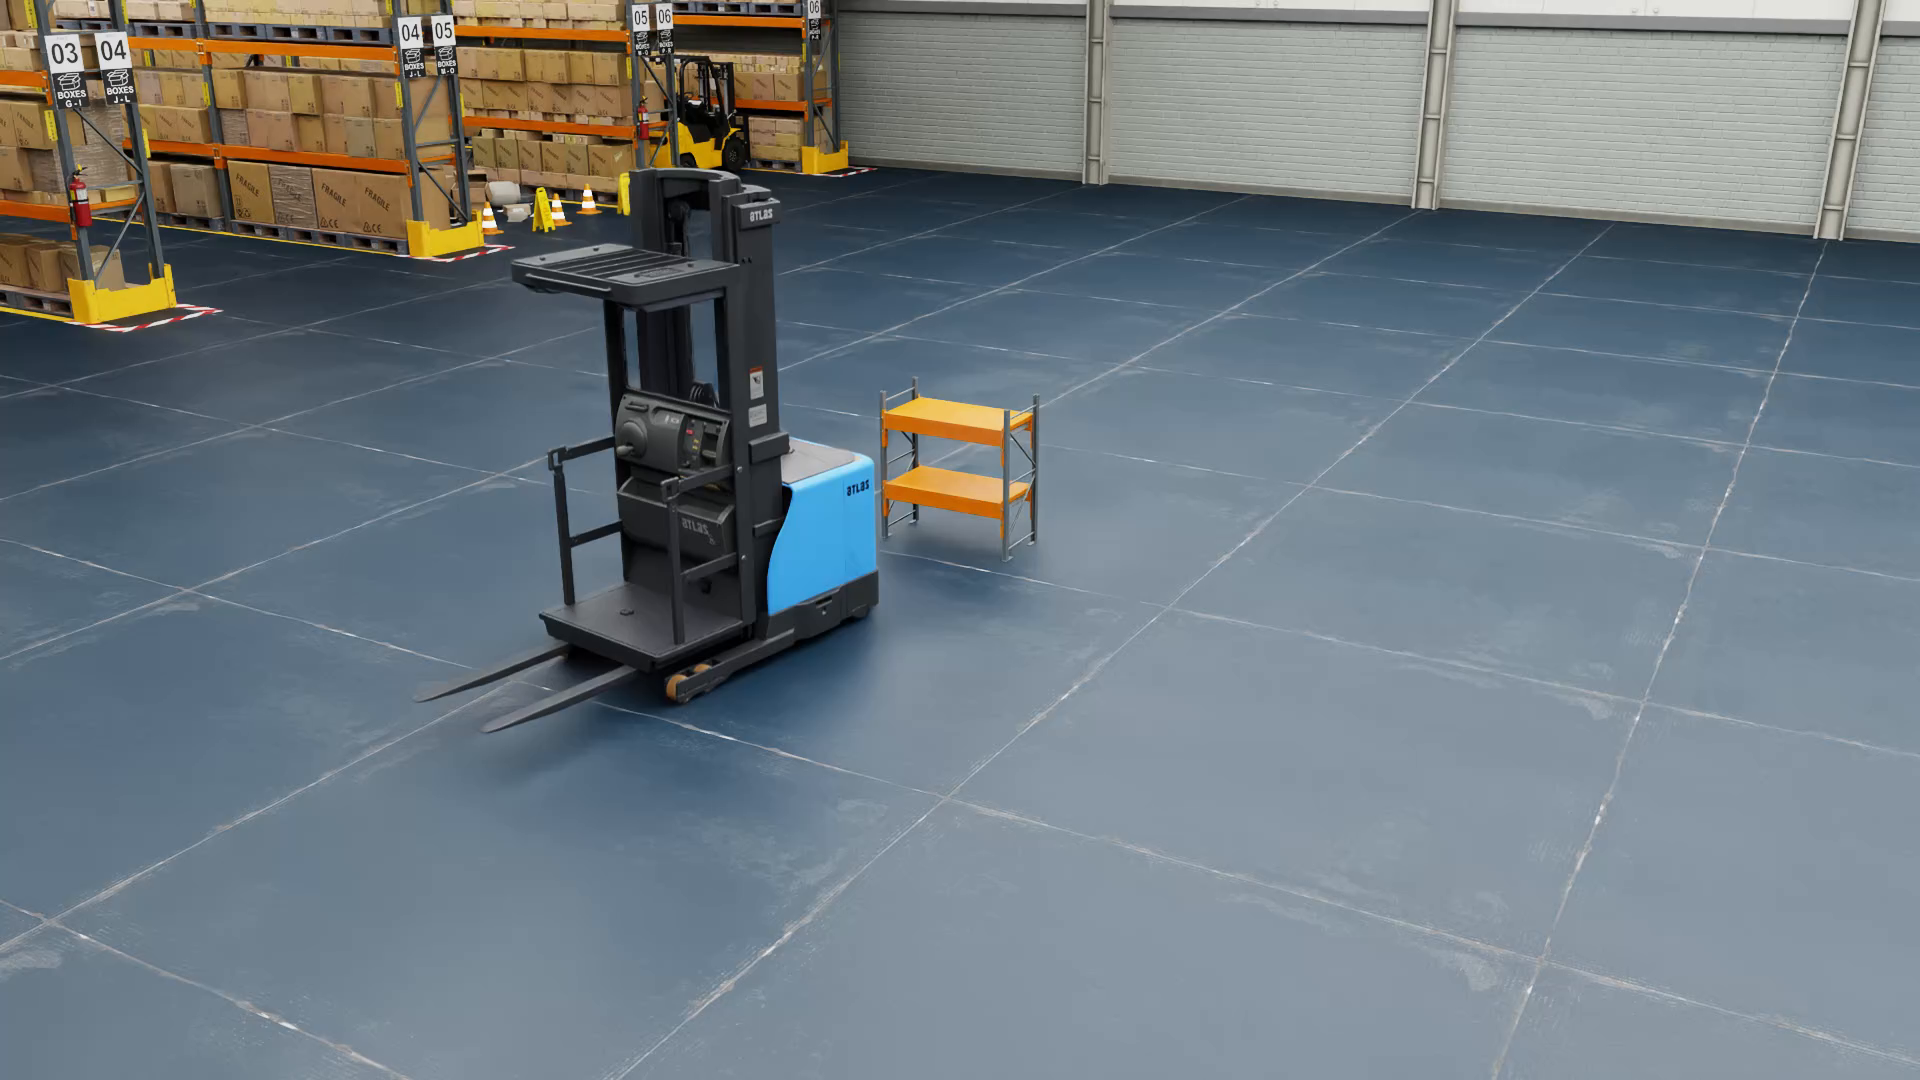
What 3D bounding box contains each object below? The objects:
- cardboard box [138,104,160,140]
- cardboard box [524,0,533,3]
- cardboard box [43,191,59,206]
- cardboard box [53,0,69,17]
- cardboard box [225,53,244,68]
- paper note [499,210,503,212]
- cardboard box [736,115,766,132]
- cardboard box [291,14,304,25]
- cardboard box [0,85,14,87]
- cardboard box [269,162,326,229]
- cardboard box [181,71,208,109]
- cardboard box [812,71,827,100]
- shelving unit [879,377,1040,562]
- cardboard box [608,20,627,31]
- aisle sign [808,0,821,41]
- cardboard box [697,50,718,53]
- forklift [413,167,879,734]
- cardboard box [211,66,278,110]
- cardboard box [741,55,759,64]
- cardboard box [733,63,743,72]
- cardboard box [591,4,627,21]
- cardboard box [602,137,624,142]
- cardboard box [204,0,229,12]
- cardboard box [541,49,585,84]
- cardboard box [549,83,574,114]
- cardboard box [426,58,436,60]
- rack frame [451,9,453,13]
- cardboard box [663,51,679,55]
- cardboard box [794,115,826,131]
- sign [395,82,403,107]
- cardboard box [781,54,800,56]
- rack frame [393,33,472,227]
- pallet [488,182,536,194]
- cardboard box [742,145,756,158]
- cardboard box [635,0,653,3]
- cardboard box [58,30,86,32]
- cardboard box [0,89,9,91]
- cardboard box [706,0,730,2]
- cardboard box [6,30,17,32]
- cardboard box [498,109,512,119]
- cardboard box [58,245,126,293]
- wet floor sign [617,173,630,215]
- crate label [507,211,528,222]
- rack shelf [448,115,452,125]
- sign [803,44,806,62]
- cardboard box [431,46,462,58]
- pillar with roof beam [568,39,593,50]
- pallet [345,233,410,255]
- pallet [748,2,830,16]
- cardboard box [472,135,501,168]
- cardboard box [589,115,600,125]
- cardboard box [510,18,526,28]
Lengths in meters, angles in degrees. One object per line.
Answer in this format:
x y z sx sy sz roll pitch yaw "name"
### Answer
-12.307 -6.442 25.578 0.500 0.500 0.500 11 23 28 "cardboard box"
-6.999 -8.993 27.559 0.250 0.149 0.380 11 23 28 "cardboard box"
-10.421 -4.004 19.373 0.250 0.149 0.380 11 23 27 "cardboard box"
-13.806 -8.311 25.849 0.500 0.311 0.500 11 23 27 "cardboard box"
-13.466 -9.068 31.351 0.500 0.500 0.500 11 23 27 "cardboard box"
-7.485 -5.394 27.208 0.148 0.019 0.142 -16 26 -38 "paper note"
-4.051 -8.046 32.097 0.500 0.250 0.500 11 23 28 "cardboard box"
-9.133 -7.299 23.295 0.250 0.149 0.380 11 23 28 "cardboard box"
-15.429 -7.275 26.901 0.250 0.149 0.380 12 23 29 "cardboard box"
-9.535 -5.144 24.647 0.875 0.875 0.875 11 23 28 "cardboard box"
-11.275 -6.817 25.147 0.500 0.500 0.700 10 22 26 "cardboard box"
-2.900 -8.735 31.900 0.500 0.500 0.500 12 23 29 "cardboard box"
-0.006 -0.530 12.176 1.048 1.125 0.538 11 23 27 "shelving unit"
-5.469 -8.313 26.852 0.250 0.149 0.380 11 23 28 "cardboard box"
-2.689 -9.647 30.748 0.004 0.787 0.394 11 23 27 "aisle sign"
-4.984 -9.600 32.897 0.250 0.149 0.380 10 22 26 "cardboard box"
-1.849 -0.613 9.758 1.130 2.935 3.031 15 25 36 "forklift"
-10.533 -6.726 24.705 0.550 0.550 0.875 11 23 27 "cardboard box"
-3.953 -9.153 31.664 0.250 0.149 0.380 11 23 29 "cardboard box"
-4.174 -9.055 31.832 0.250 0.149 0.380 11 23 28 "cardboard box"
-5.599 -8.529 26.864 0.500 0.250 0.500 10 22 27 "cardboard box"
-6.070 -6.608 28.500 0.500 0.500 0.500 10 22 25 "cardboard box"
-10.548 -7.779 24.033 0.500 0.250 0.500 11 23 28 "cardboard box"
-6.507 -7.862 27.591 0.500 0.500 0.700 10 22 27 "cardboard box"
-6.499 -7.409 27.808 0.500 0.500 0.500 11 23 27 "cardboard box"
-9.645 -8.427 29.999 0.500 0.500 0.500 11 22 27 "cardboard box"
-8.513 -10.530 28.198 0.127 3.000 1.000 11 23 27 "rack frame"
-5.681 -9.527 32.697 0.250 0.149 0.380 11 23 28 "cardboard box"
-2.930 -8.034 32.065 0.500 0.250 0.500 10 22 26 "cardboard box"
-7.623 -6.051 22.601 0.005 0.325 0.100 11 23 27 "sign"
-3.242 -9.227 31.870 0.250 0.149 0.380 11 23 28 "cardboard box"
-7.346 -5.554 23.278 0.127 3.000 1.000 11 23 27 "rack frame"
-7.909 -6.298 29.417 1.213 0.211 1.003 11 23 27 "pallet"
-4.029 -7.583 32.288 0.500 0.250 0.500 11 23 28 "cardboard box"
-5.231 -8.831 27.113 0.250 0.149 0.380 11 22 27 "cardboard box"
-10.160 -5.808 19.214 0.250 0.149 0.380 11 23 28 "cardboard box"
-11.945 -5.257 20.411 0.500 0.500 0.500 11 23 27 "cardboard box"
-4.446 -10.536 31.699 0.637 0.503 0.797 12 23 29 "cardboard box"
-11.097 -5.779 19.134 0.250 0.149 0.380 11 23 28 "cardboard box"
-7.703 -7.331 28.544 0.250 0.149 0.380 12 23 29 "cardboard box"
-10.391 -3.226 19.909 0.500 0.500 0.500 16 25 37 "cardboard box"
-5.377 -5.588 26.823 0.267 0.644 0.232 -16 26 -38 "wet floor sign"
-6.986 -5.112 26.256 0.298 0.136 0.250 0 20 -1 "crate label"
-10.259 -7.704 30.260 4.000 0.370 1.077 11 23 27 "rack shelf"
-2.880 -9.019 30.786 0.005 0.325 0.100 11 23 27 "sign"
-11.103 -10.316 35.637 0.637 0.503 0.797 10 22 26 "cardboard box"
-10.109 -11.444 30.716 0.400 9.000 9.100 11 23 27 "pillar with roof beam"
-8.083 -4.353 24.056 1.213 0.211 1.003 11 23 27 "pallet"
-3.208 -10.017 31.311 1.213 0.211 1.003 11 23 27 "pallet"
-8.129 -6.789 28.998 0.500 0.500 0.500 12 23 30 "cardboard box"
-5.940 -6.983 27.586 0.250 0.149 0.380 10 22 26 "cardboard box"
-7.277 -8.637 27.745 0.250 0.149 0.380 10 22 26 "cardboard box"
